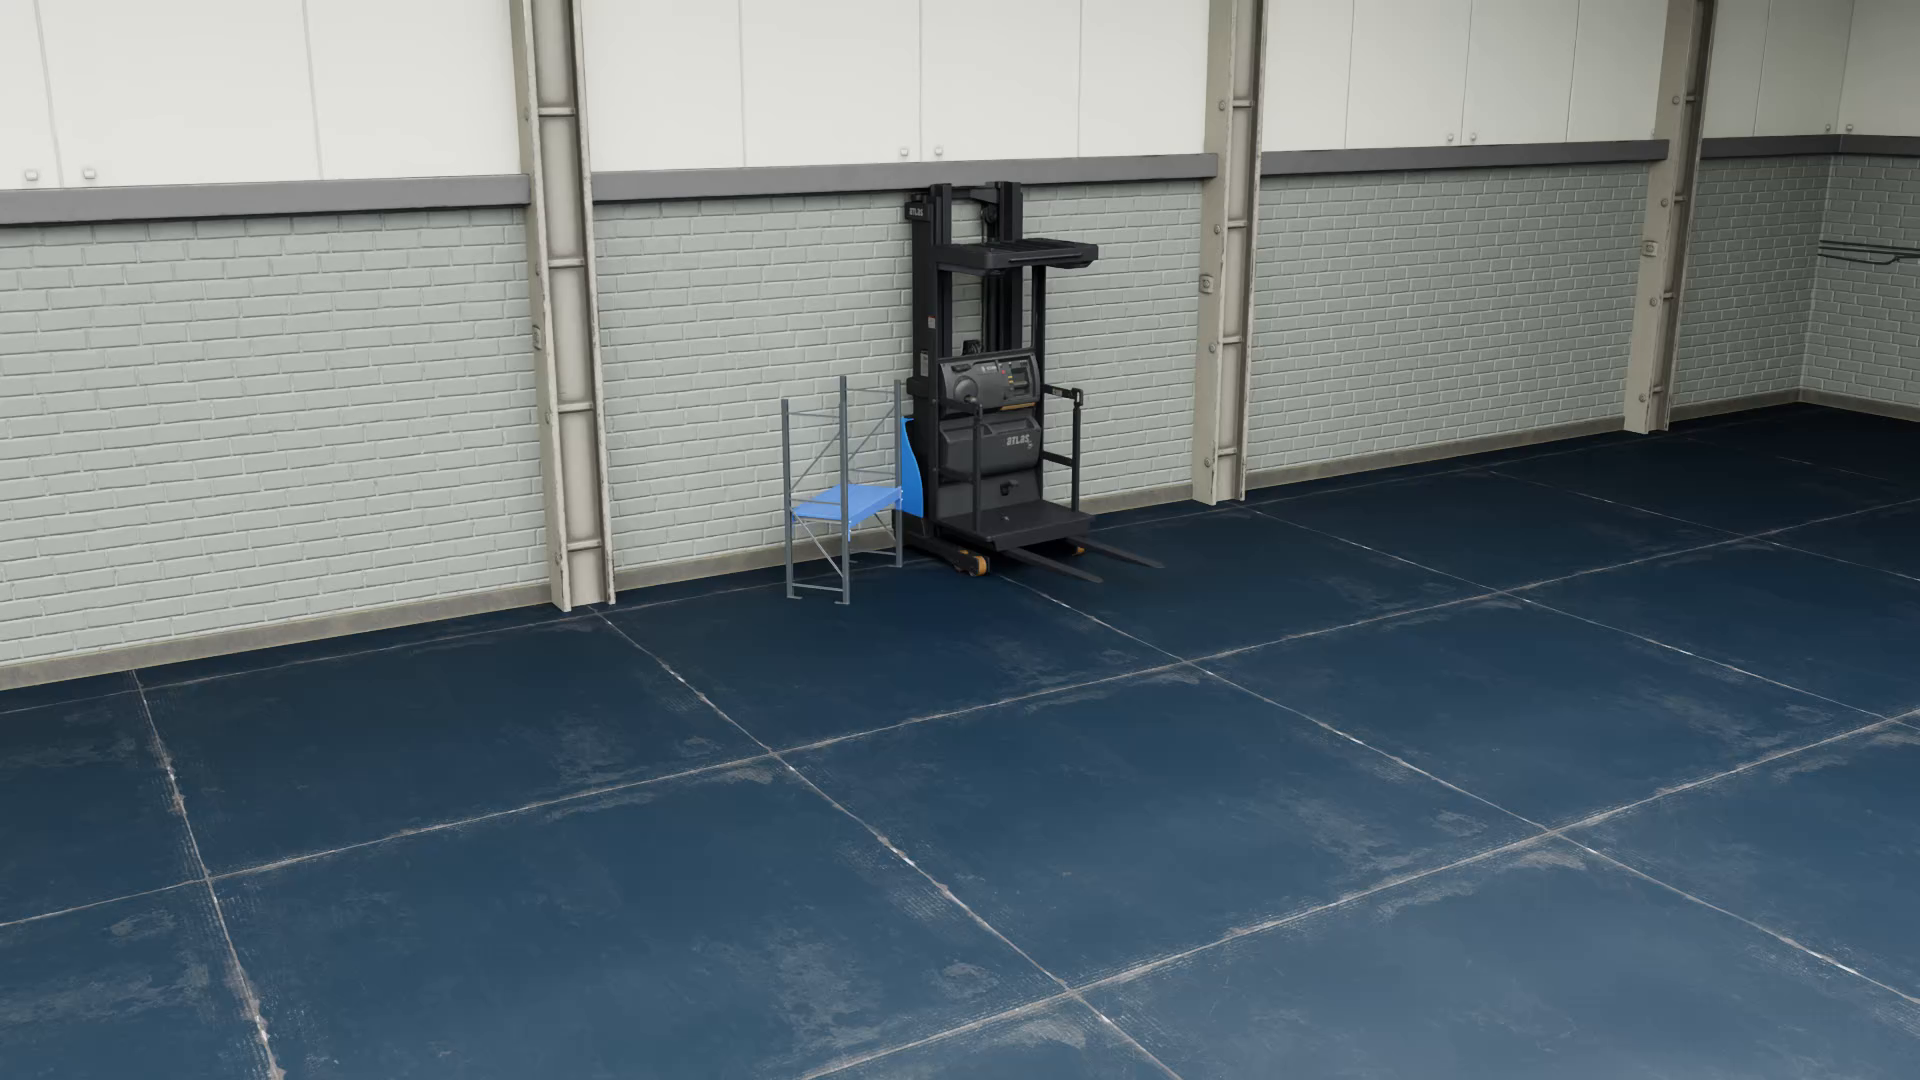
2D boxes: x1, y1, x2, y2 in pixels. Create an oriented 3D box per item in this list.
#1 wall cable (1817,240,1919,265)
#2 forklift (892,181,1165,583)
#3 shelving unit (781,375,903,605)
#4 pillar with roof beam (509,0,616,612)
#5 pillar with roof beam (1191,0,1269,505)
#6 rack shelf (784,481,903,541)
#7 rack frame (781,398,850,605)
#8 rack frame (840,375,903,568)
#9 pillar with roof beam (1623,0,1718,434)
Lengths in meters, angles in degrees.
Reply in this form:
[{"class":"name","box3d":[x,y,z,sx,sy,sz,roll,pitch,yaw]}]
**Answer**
[{"class":"wall cable","box3d":[10.712,-4.152,17.802,0.112,2.526,3.097,-9,18,-30]},{"class":"forklift","box3d":[0.370,-1.274,13.025,1.130,2.935,3.031,-11,19,-35]},{"class":"shelving unit","box3d":[-0.871,-0.401,12.562,0.538,1.500,1.048,6,17,20]},{"class":"pillar with roof beam","box3d":[-0.563,-2.879,7.510,0.400,9.000,9.100,-9,18,-30]},{"class":"pillar with roof beam","box3d":[4.580,-3.713,10.485,0.400,9.000,9.100,-9,18,-30]},{"class":"rack shelf","box3d":[-0.871,-0.228,12.610,0.538,0.185,1.000,6,17,20]},{"class":"rack frame","box3d":[-1.049,-0.273,12.103,0.500,1.500,0.032,6,17,20]},{"class":"rack frame","box3d":[-0.693,-0.530,13.020,0.500,1.500,0.032,6,17,20]},{"class":"pillar with roof beam","box3d":[9.723,-4.548,13.461,0.400,9.000,9.100,-9,18,-30]}]
